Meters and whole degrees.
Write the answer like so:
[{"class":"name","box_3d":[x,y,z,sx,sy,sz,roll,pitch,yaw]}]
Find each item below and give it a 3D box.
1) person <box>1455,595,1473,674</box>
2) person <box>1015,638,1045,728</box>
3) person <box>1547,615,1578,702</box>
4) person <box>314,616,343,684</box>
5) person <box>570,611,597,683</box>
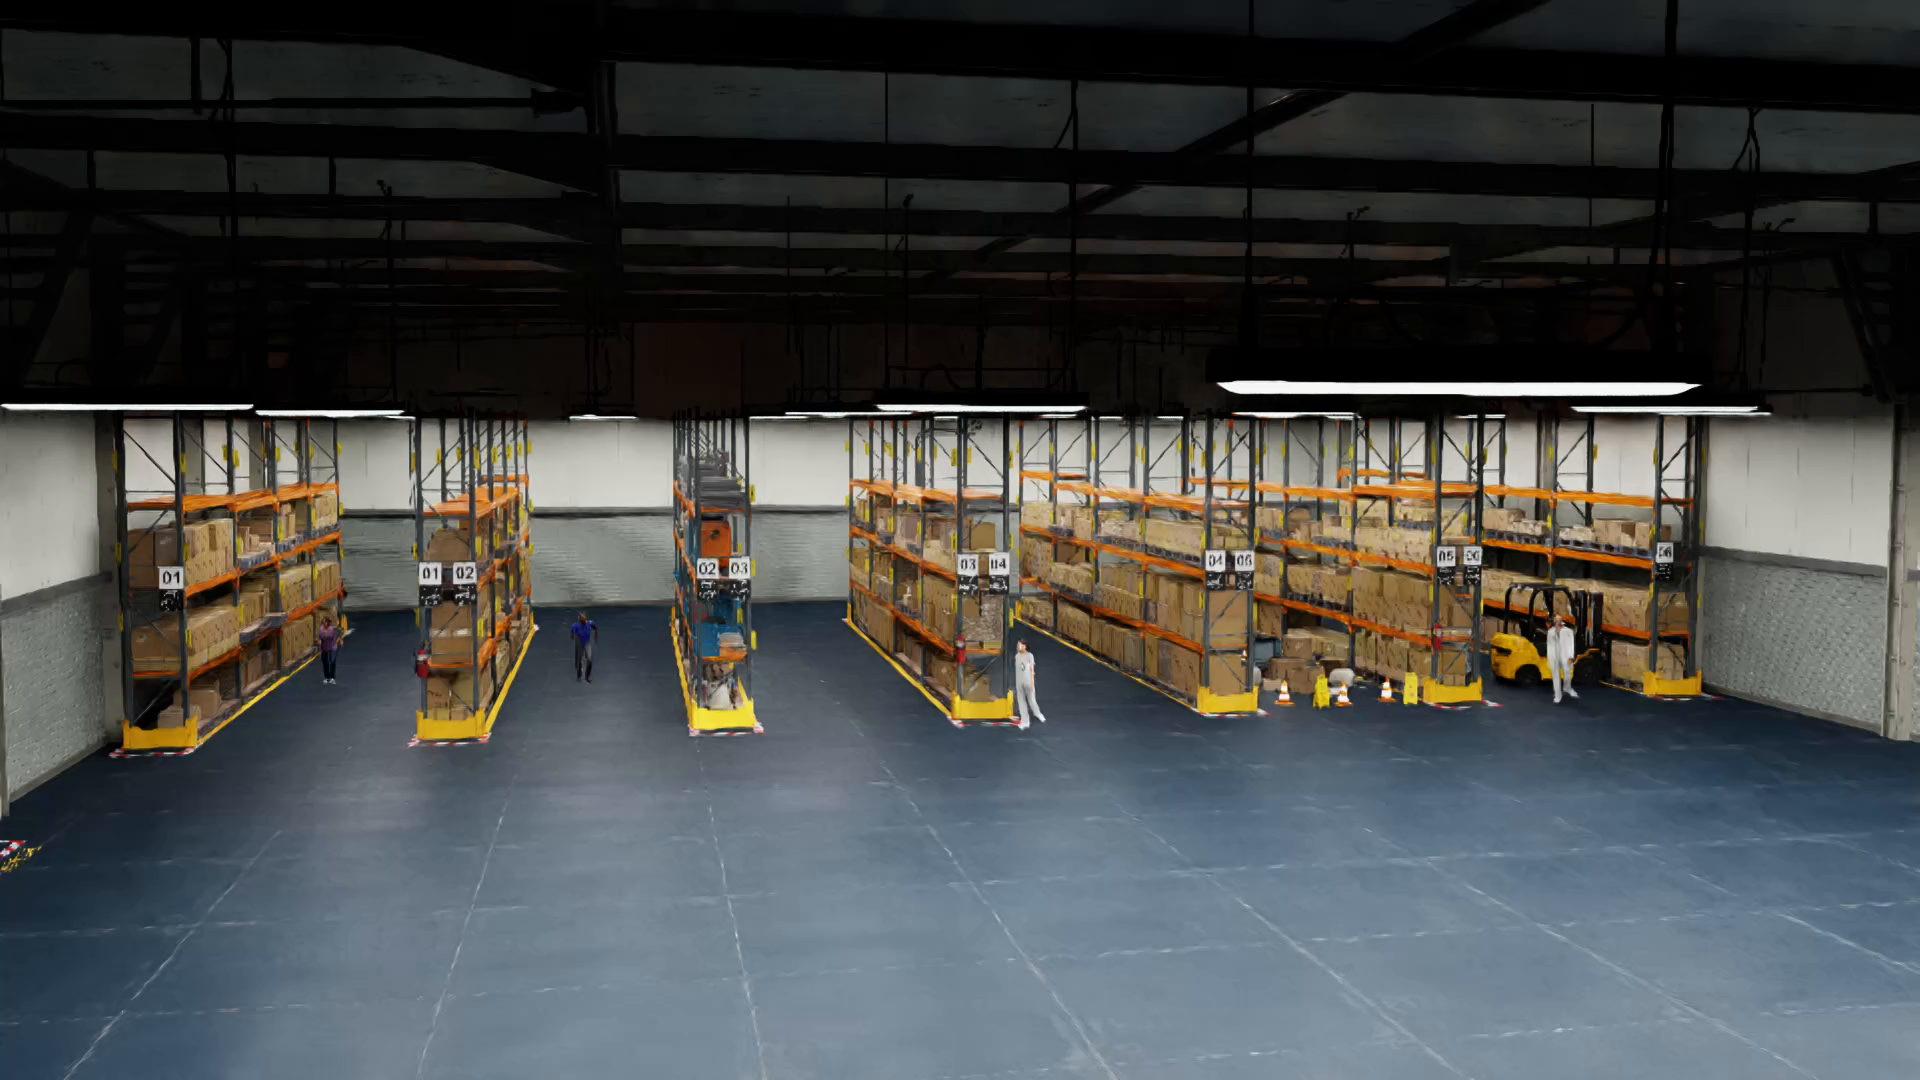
[{"class":"person","box_3d":[11.435,2.167,37.821,0.437,1.789,0.678,2,4,25]},{"class":"person","box_3d":[1.287,2.667,31.240,0.502,1.671,0.601,3,5,36]},{"class":"person","box_3d":[12.334,2.409,34.084,0.590,1.775,0.721,3,5,35]},{"class":"person","box_3d":[-13.744,2.401,36.208,0.536,1.476,0.864,0,4,-7]},{"class":"person","box_3d":[-8.265,2.331,36.540,0.565,1.564,0.901,-1,4,-7]}]
